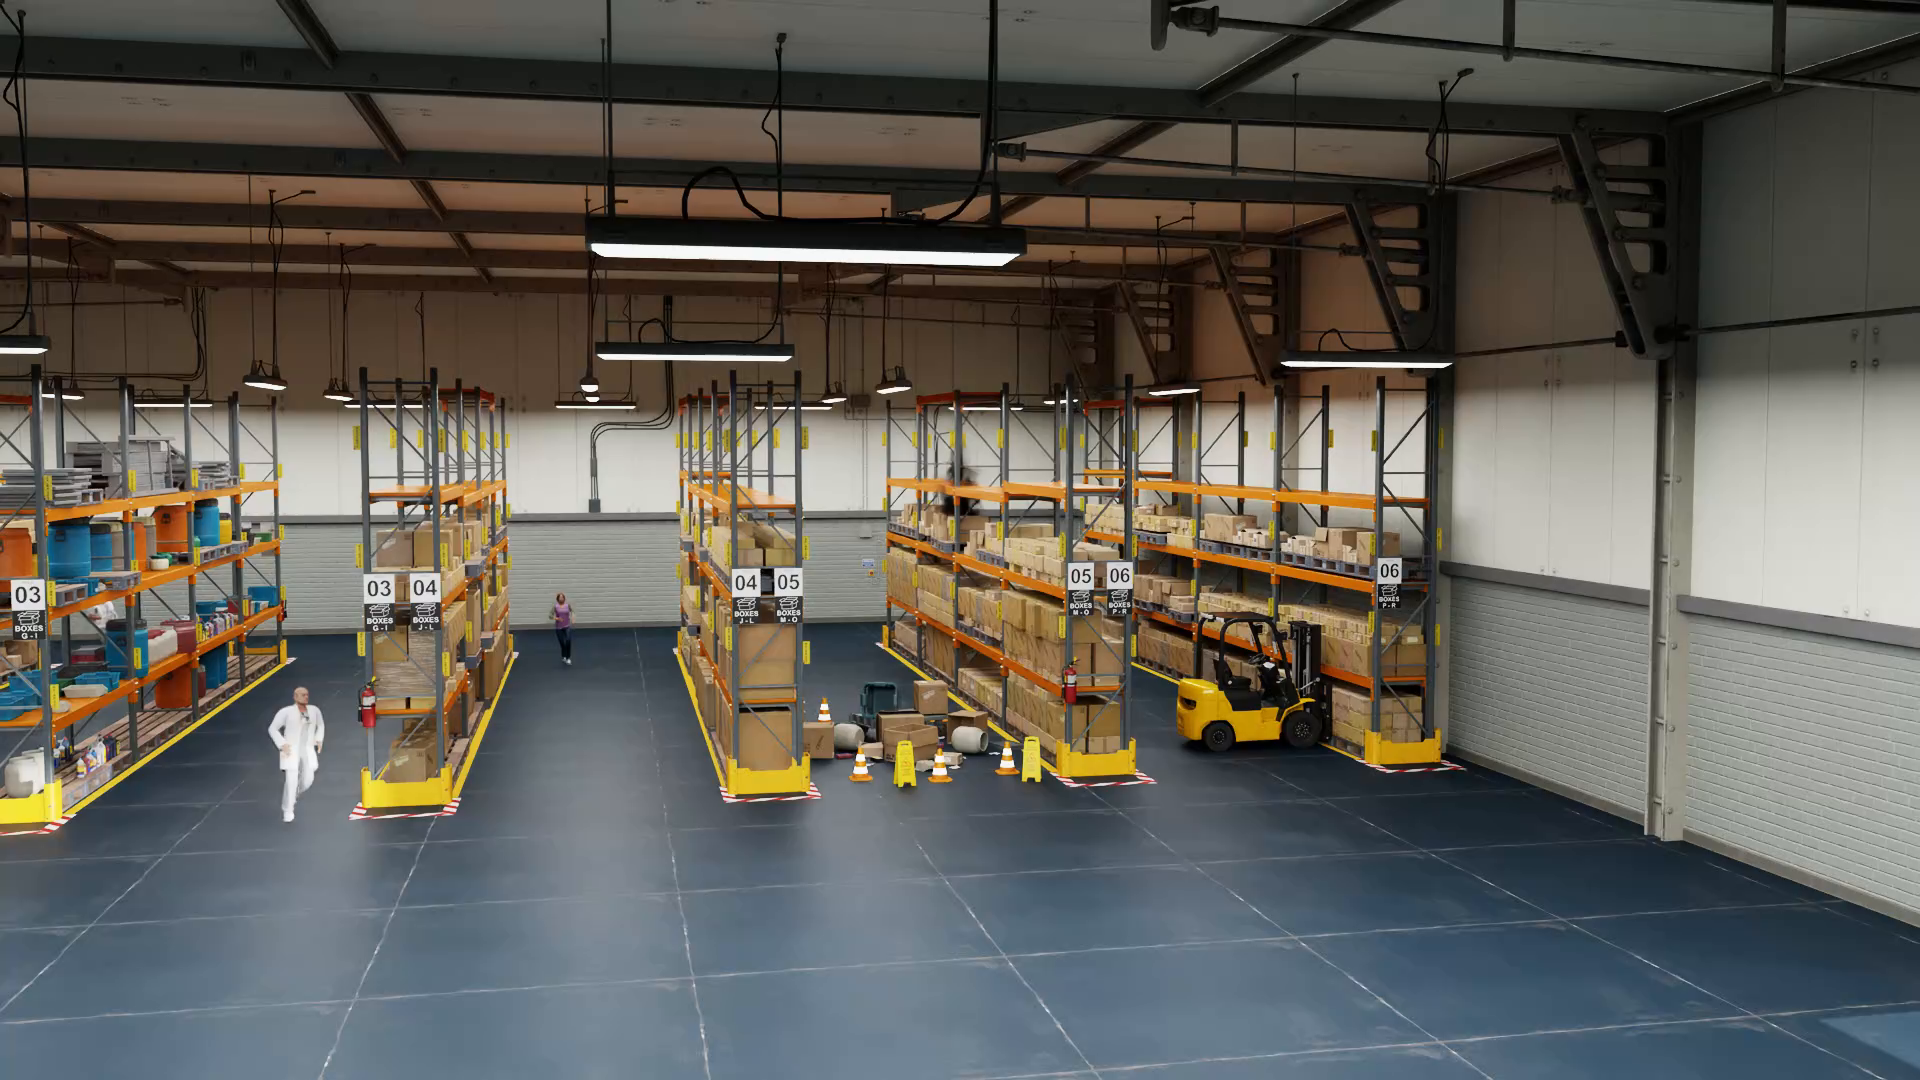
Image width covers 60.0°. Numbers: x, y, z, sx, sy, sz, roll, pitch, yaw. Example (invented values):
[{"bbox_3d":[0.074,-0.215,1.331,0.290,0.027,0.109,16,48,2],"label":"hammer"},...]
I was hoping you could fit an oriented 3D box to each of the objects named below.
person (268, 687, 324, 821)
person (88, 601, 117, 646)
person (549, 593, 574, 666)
[{"bbox_3d":[-8.816,2.831,22.185,0.770,1.737,0.596,-3,5,-42],"label":"person"},{"bbox_3d":[-19.080,1.939,37.065,0.676,1.800,0.732,2,4,36],"label":"person"},{"bbox_3d":[-8.915,2.000,37.237,0.570,1.651,0.594,-1,4,-18],"label":"person"}]
